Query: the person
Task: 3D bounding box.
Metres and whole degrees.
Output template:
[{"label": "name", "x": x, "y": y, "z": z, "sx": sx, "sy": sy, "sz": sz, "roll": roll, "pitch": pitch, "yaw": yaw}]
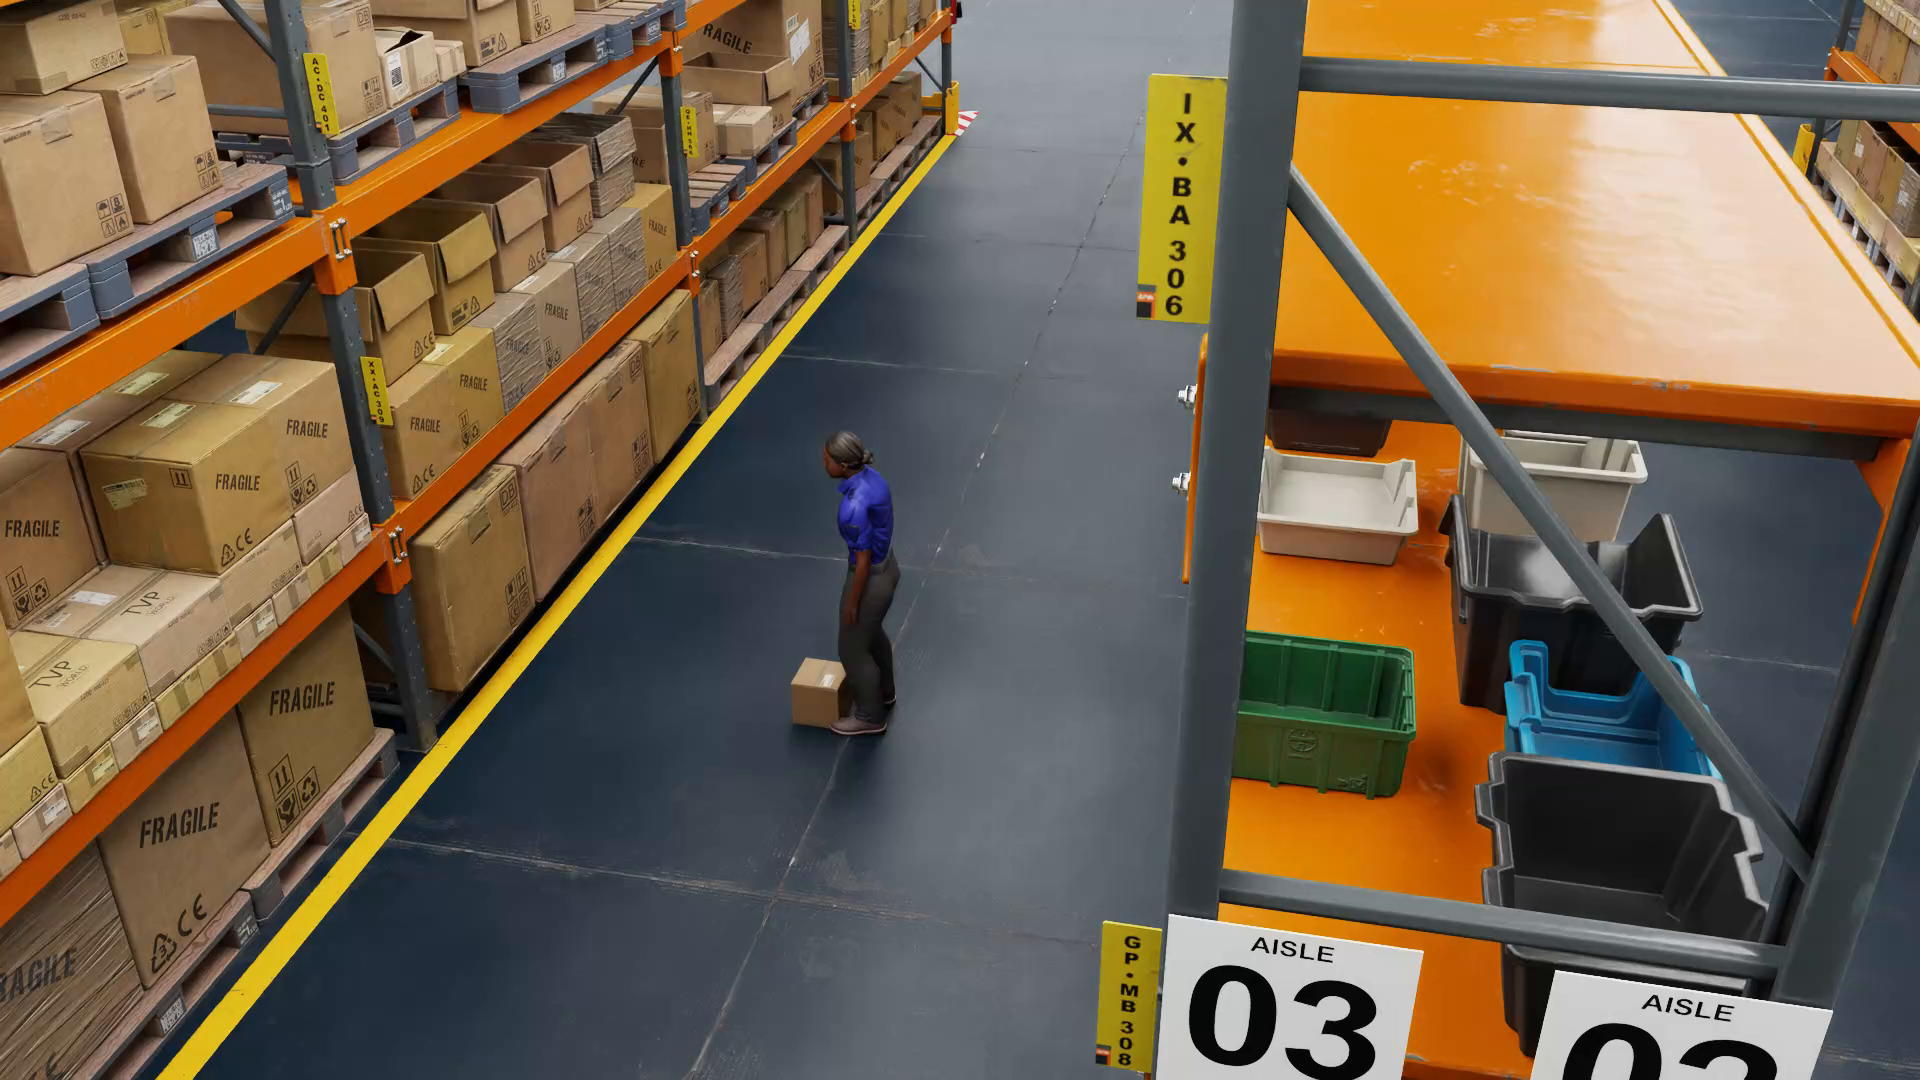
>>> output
[{"label": "person", "x": -0.482, "y": 0.201, "z": 8.256, "sx": 0.349, "sy": 1.653, "sz": 0.518, "roll": 5, "pitch": 29, "yaw": 8}]
